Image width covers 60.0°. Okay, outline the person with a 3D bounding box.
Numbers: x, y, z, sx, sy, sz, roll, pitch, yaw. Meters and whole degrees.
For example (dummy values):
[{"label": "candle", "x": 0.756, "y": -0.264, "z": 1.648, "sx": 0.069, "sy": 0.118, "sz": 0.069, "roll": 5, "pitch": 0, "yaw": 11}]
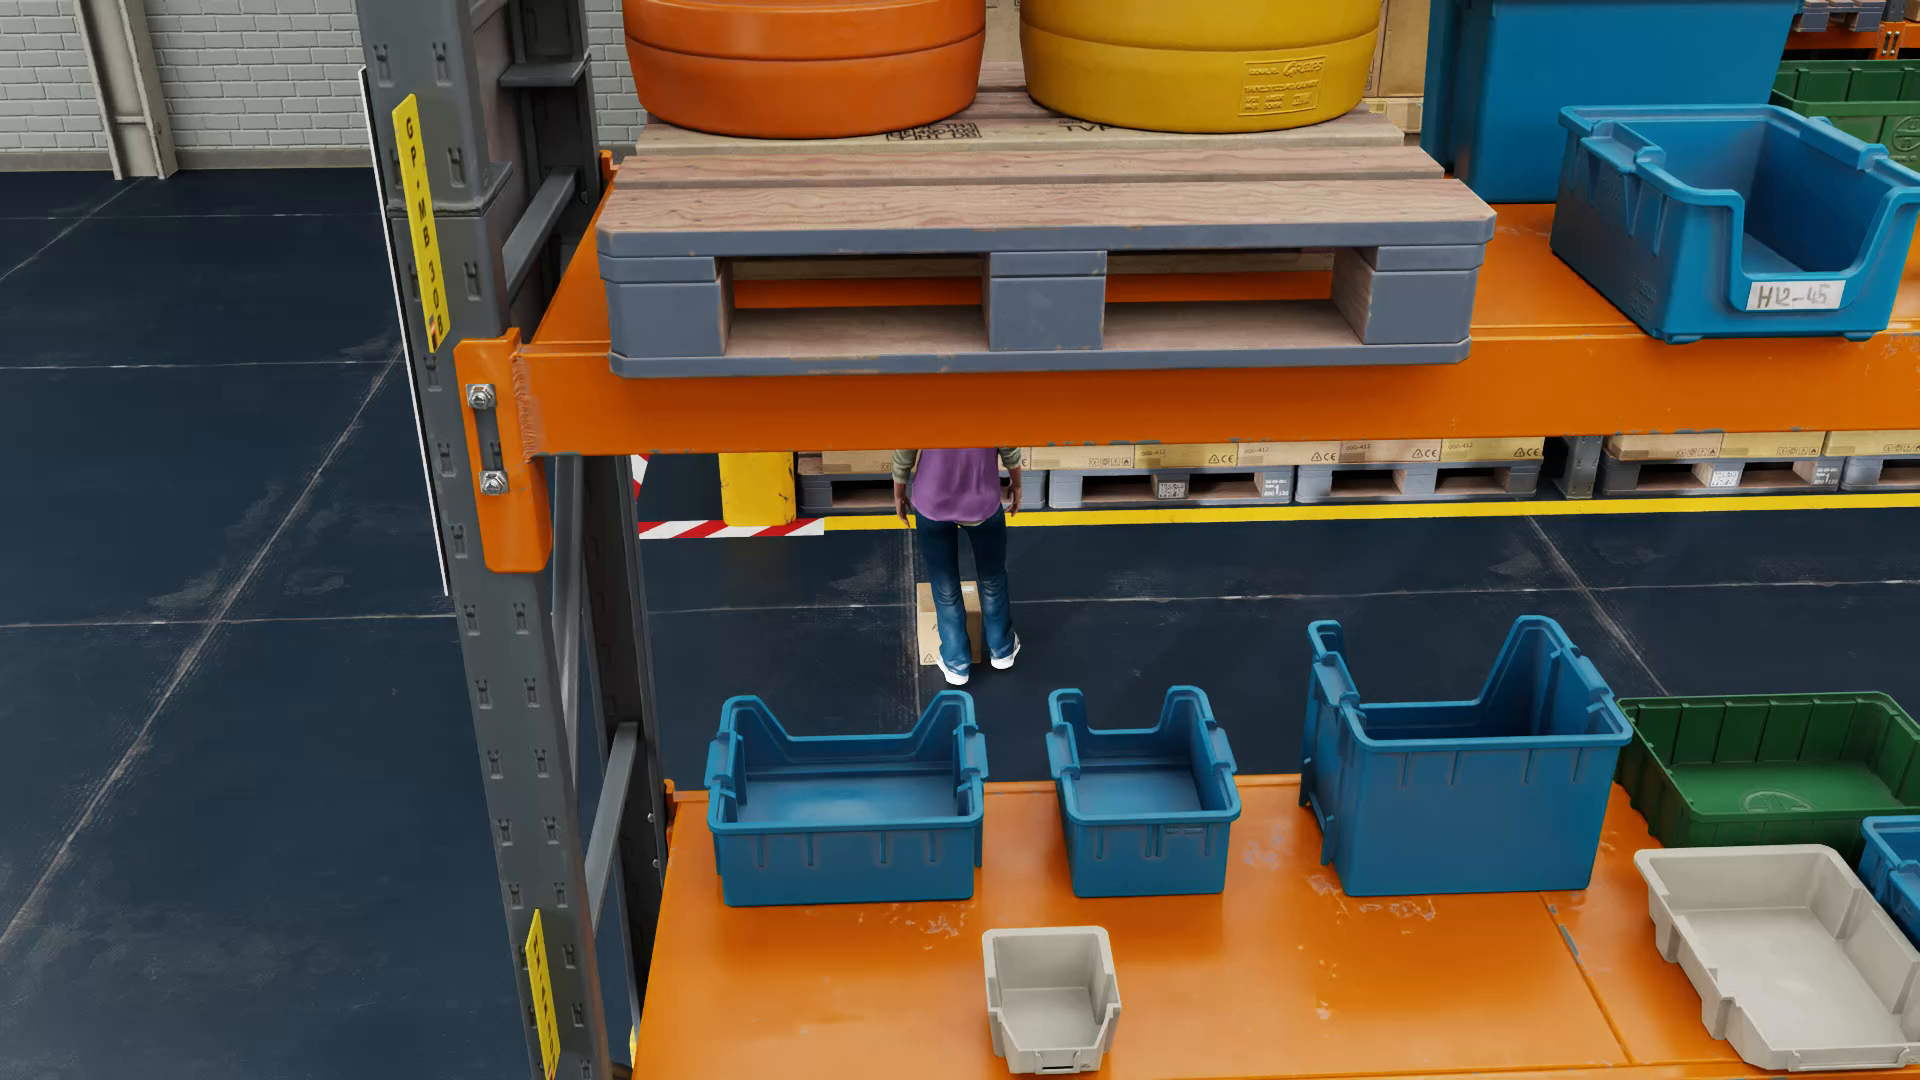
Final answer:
[{"label": "person", "x": -0.002, "y": -0.172, "z": 6.436, "sx": 0.520, "sy": 1.600, "sz": 0.472, "roll": -1, "pitch": 28, "yaw": -3}]
